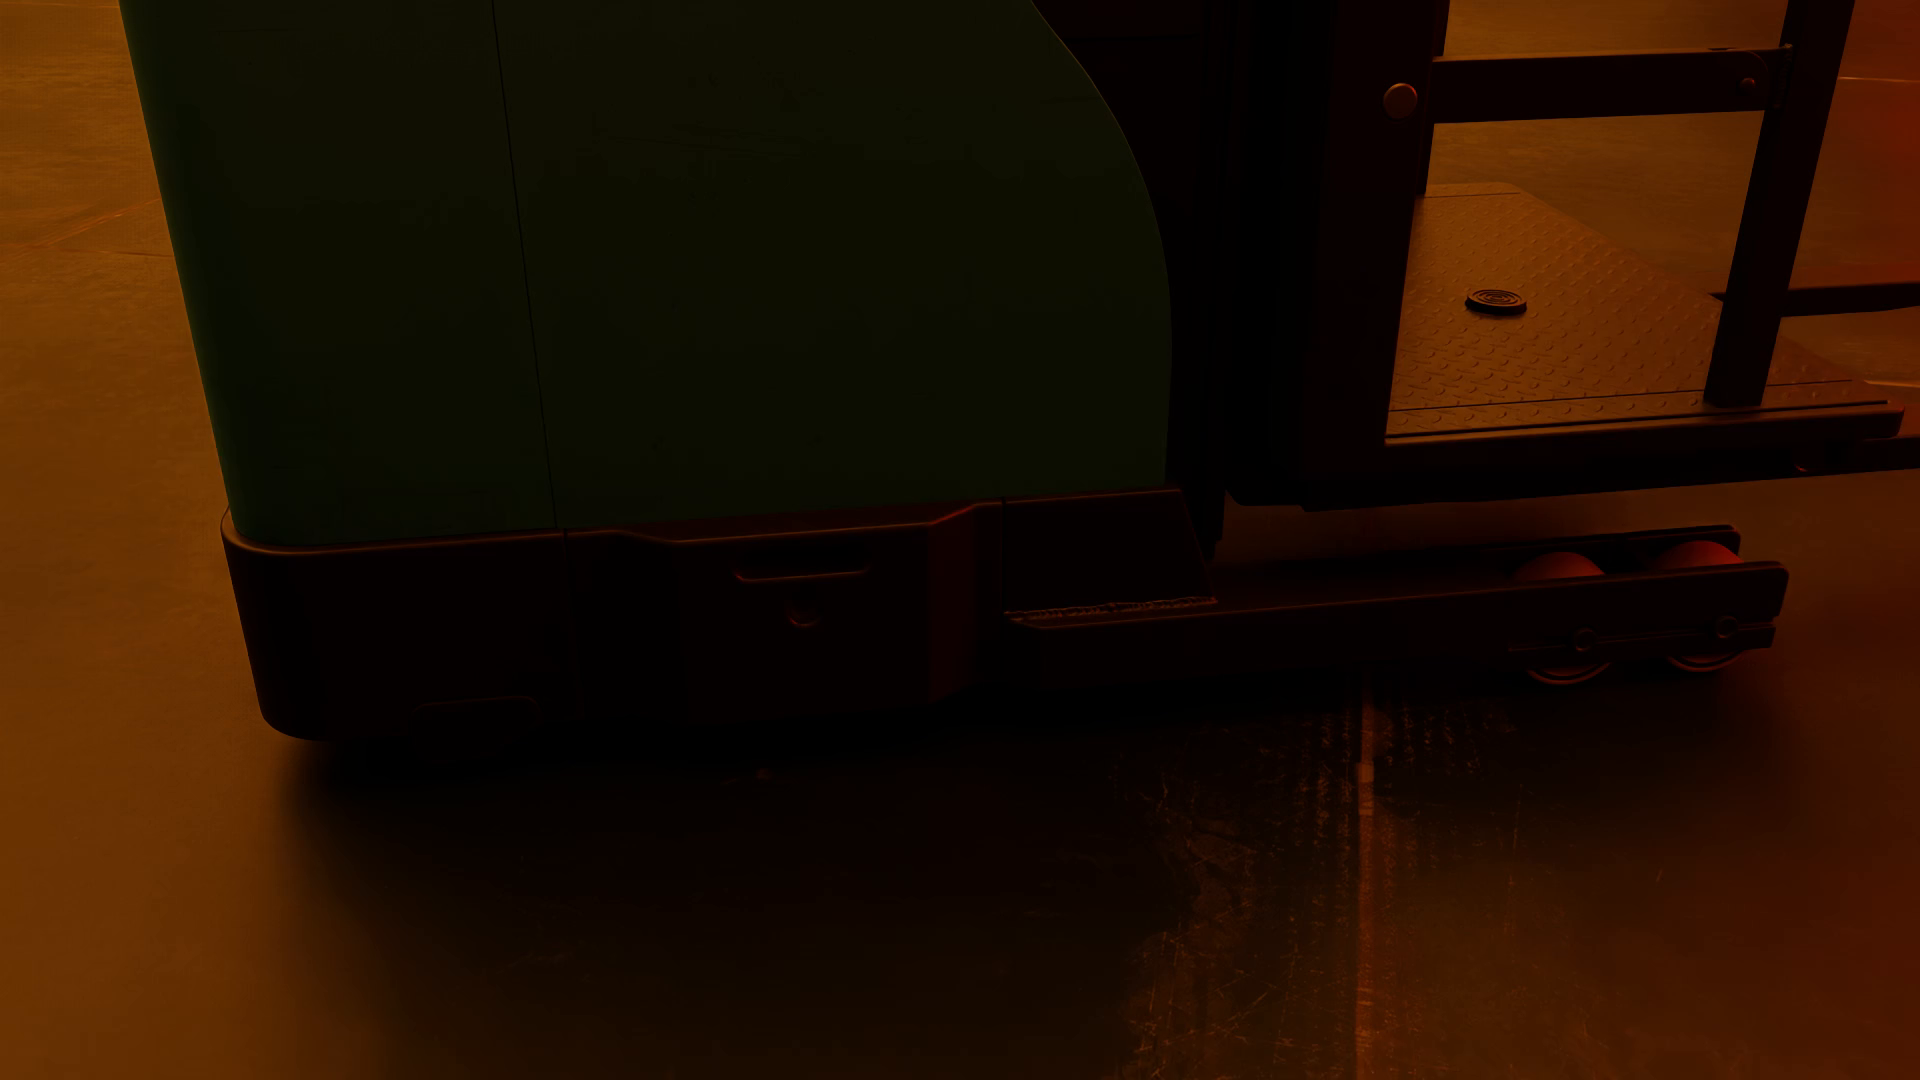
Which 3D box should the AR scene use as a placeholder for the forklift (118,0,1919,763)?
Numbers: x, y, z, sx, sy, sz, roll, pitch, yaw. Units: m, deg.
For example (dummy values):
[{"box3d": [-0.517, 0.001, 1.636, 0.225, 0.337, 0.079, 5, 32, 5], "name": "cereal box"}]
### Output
[{"box3d": [0.600, -1.354, 1.930, 3.031, 2.935, 1.130, -4, 27, -9], "name": "forklift"}]
